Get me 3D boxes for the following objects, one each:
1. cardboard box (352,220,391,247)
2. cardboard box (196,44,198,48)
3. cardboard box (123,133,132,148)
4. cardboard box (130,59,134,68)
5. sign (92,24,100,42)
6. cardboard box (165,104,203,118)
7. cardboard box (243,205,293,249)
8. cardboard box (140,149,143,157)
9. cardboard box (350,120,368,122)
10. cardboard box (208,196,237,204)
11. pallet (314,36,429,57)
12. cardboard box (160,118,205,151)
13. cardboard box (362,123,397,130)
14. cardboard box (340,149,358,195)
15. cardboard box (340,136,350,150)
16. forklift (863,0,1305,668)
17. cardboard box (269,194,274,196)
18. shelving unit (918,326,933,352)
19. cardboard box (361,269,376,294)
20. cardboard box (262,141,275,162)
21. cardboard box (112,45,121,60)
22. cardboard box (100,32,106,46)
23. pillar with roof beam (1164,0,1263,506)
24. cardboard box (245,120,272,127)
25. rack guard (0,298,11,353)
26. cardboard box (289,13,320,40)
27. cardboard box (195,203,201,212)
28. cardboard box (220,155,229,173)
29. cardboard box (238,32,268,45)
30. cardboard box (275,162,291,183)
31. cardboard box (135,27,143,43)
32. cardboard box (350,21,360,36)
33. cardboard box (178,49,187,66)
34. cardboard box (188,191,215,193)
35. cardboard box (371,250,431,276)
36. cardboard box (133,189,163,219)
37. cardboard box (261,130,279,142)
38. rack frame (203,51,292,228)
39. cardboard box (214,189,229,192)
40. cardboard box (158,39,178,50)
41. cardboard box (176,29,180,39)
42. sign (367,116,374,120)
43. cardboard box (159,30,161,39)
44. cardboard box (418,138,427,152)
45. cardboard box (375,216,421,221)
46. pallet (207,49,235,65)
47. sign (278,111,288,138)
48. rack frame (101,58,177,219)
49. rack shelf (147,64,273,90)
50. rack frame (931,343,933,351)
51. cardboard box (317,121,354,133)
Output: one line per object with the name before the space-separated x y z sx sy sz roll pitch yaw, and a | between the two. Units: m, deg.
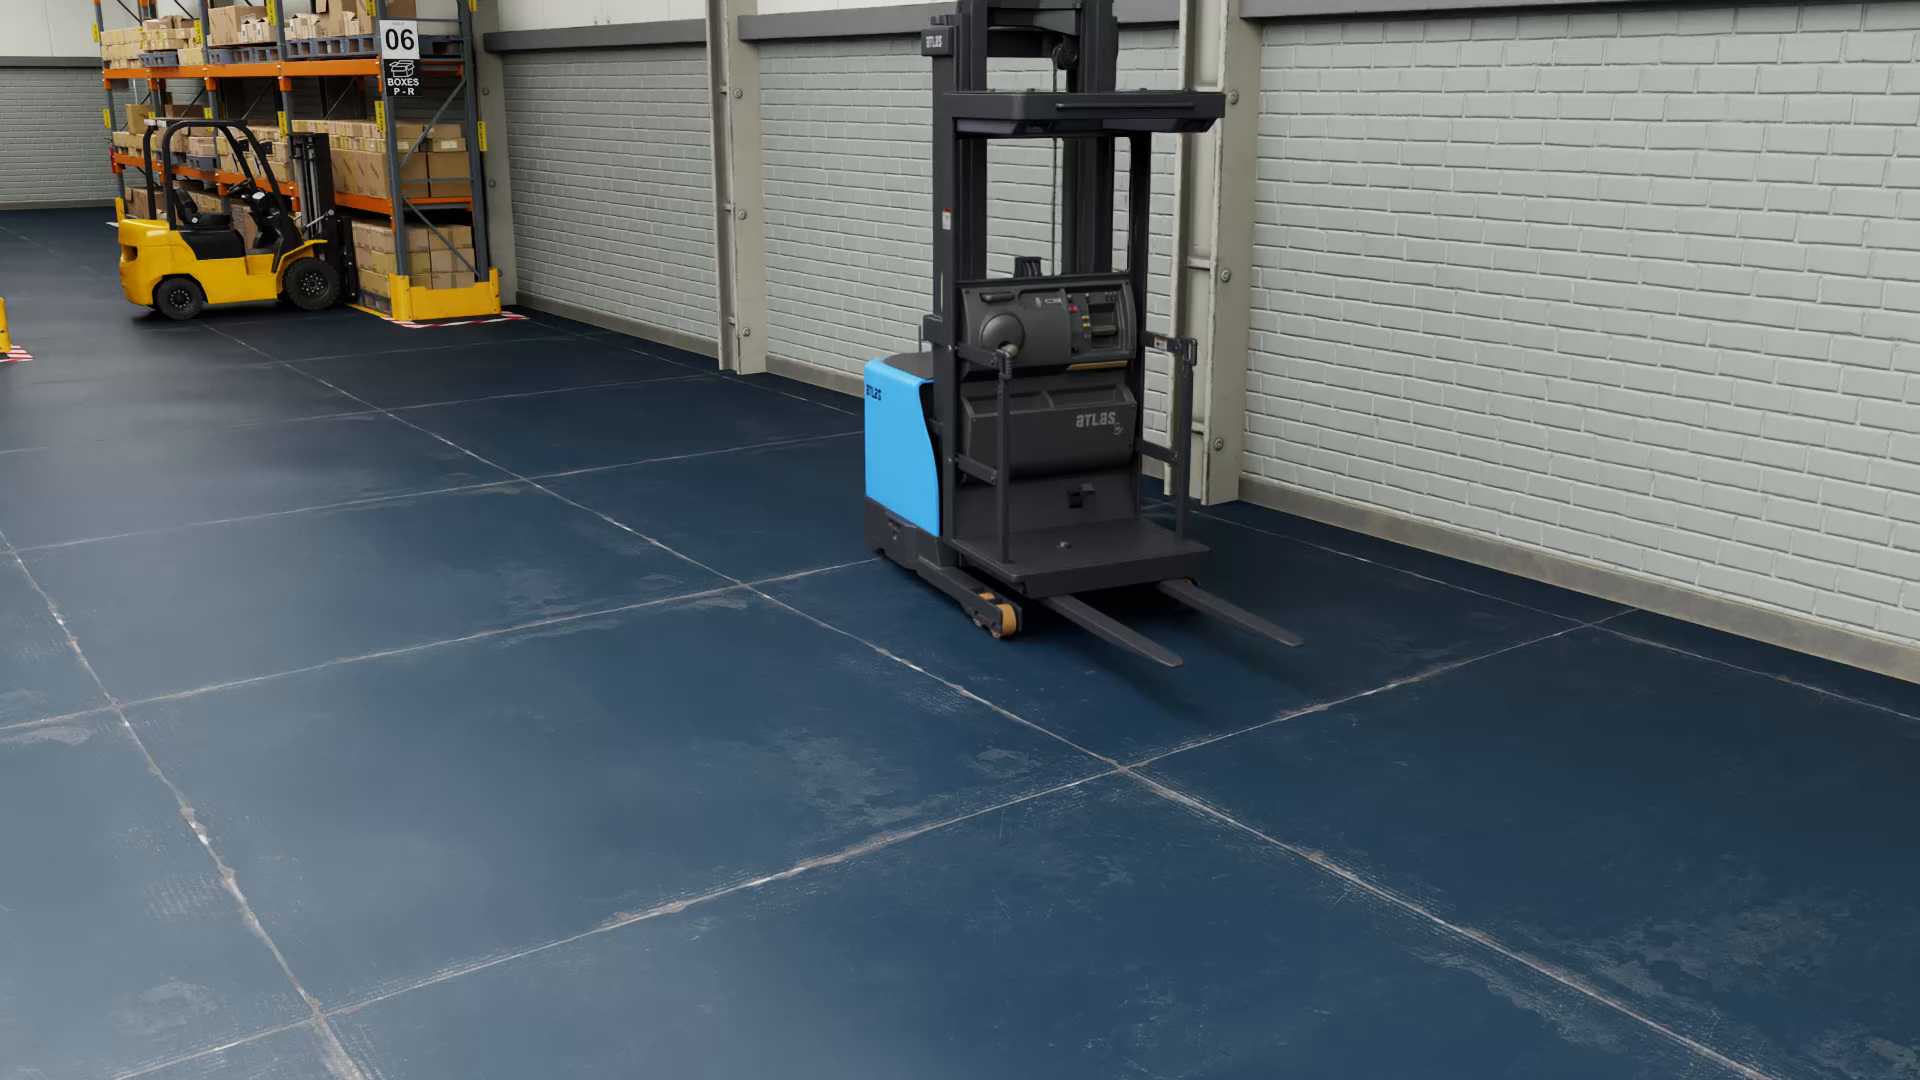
cardboard box | -6.965 -3.623 19.649 0.500 0.250 0.500 -11 19 -34
cardboard box | -11.209 -7.432 24.894 0.380 0.149 0.250 -10 18 -33
cardboard box | -14.593 -7.134 29.678 0.500 0.250 0.500 -11 19 -36
cardboard box | -14.058 -8.198 28.641 0.380 0.149 0.250 -11 19 -34
sign | -15.678 -9.201 30.172 0.100 0.325 0.005 -11 19 -35
cardboard box | -13.548 -7.354 29.065 0.500 0.500 0.500 -11 19 -36
cardboard box | -9.789 -4.492 24.008 0.875 0.625 0.625 -10 18 -33
cardboard box | -14.172 -6.802 29.223 0.380 0.149 0.250 -11 19 -35
cardboard box | -7.471 -5.223 20.995 0.380 0.149 0.250 -11 19 -35
cardboard box | -11.454 -5.264 25.838 0.380 0.149 0.250 -10 18 -33
pallet | -6.948 -5.820 19.643 1.003 0.211 1.213 -11 19 -35
cardboard box | -12.480 -6.565 26.894 0.700 0.500 0.500 -11 19 -34
cardboard box | -6.645 -4.712 19.130 0.380 0.149 0.250 -11 19 -34
cardboard box | -6.933 -4.334 19.540 0.500 0.500 0.500 -11 19 -36
cardboard box | -7.036 -4.662 19.508 0.380 0.149 0.250 -11 19 -34
forklift | 0.536 -1.079 7.965 1.130 2.935 3.031 -7 17 -24
cardboard box | -11.021 -5.352 26.158 0.380 0.149 0.250 -12 19 -37
shelving unit | -0.091 -0.636 9.628 0.258 1.200 0.189 -7 17 -24
cardboard box | -6.648 -3.035 19.397 0.500 0.250 0.500 -11 19 -35
cardboard box | -8.988 -5.197 22.218 0.500 0.250 0.500 -11 19 -36
cardboard box | -14.593 -8.581 29.284 0.500 0.250 0.500 -12 19 -36
cardboard box | -15.182 -9.042 30.021 0.500 0.250 0.500 -11 19 -35
pillar with roof beam | -1.939 -3.951 6.967 9.100 9.000 0.400 -11 19 -35
cardboard box | -10.712 -6.093 25.172 0.500 0.500 0.500 -10 18 -32
rack guard | -9.889 -2.039 16.080 1.175 0.500 0.348 -11 19 -35
cardboard box | -7.892 -6.293 20.389 0.500 0.311 0.500 -10 18 -33
cardboard box | -11.874 -5.090 26.430 0.500 0.500 0.500 -12 19 -37
cardboard box | -10.472 -5.503 24.285 0.500 0.250 0.500 -11 19 -34
cardboard box | -9.529 -6.783 22.485 0.380 0.149 0.250 -11 19 -35
cardboard box | -8.692 -4.849 21.894 0.500 0.250 0.500 -10 18 -33
cardboard box | -13.379 -8.392 27.646 0.500 0.250 0.500 -11 19 -34
cardboard box | -6.565 -5.706 18.551 0.380 0.149 0.250 -12 19 -36
cardboard box | -11.624 -7.369 25.419 0.500 0.250 0.500 -11 19 -35
cardboard box | -12.334 -5.598 27.057 0.380 0.149 0.250 -11 19 -35
cardboard box | -6.371 -3.173 18.952 0.500 0.250 0.500 -11 19 -35
cardboard box | -14.485 -6.080 30.046 0.700 0.500 0.500 -10 18 -32
cardboard box | -9.094 -5.402 22.213 0.380 0.149 0.250 -12 19 -36
rack frame | -10.536 -5.708 24.750 1.000 3.000 0.127 -11 19 -35
cardboard box | -12.129 -5.732 27.549 0.380 0.149 0.250 -11 19 -34
cardboard box | -12.289 -7.740 25.982 0.380 0.149 0.250 -10 18 -33
cardboard box | -11.740 -7.723 25.395 0.380 0.149 0.250 -11 19 -34
sign | -7.736 -5.396 21.820 0.100 0.325 0.005 -11 19 -35
cardboard box | -12.367 -7.947 26.177 0.380 0.149 0.250 -11 19 -34
cardboard box | -6.018 -4.517 18.978 0.380 0.149 0.250 -11 19 -35
cardboard box | -6.839 -3.816 20.354 0.500 0.250 0.500 -11 19 -36
pallet | -10.064 -6.933 23.900 1.213 0.211 1.003 -10 18 -32
sign | -8.617 -5.288 21.171 0.100 0.325 0.005 -11 19 -35
rack frame | -15.240 -7.416 30.991 1.000 3.000 0.127 -11 19 -35
rack shelf | -11.712 -7.235 26.009 1.077 0.370 4.000 -11 19 -35
rack frame | -0.052 -0.614 9.548 0.240 1.200 0.006 -7 17 -24
cardboard box | -7.610 -5.027 20.281 0.380 0.149 0.250 -11 19 -35
